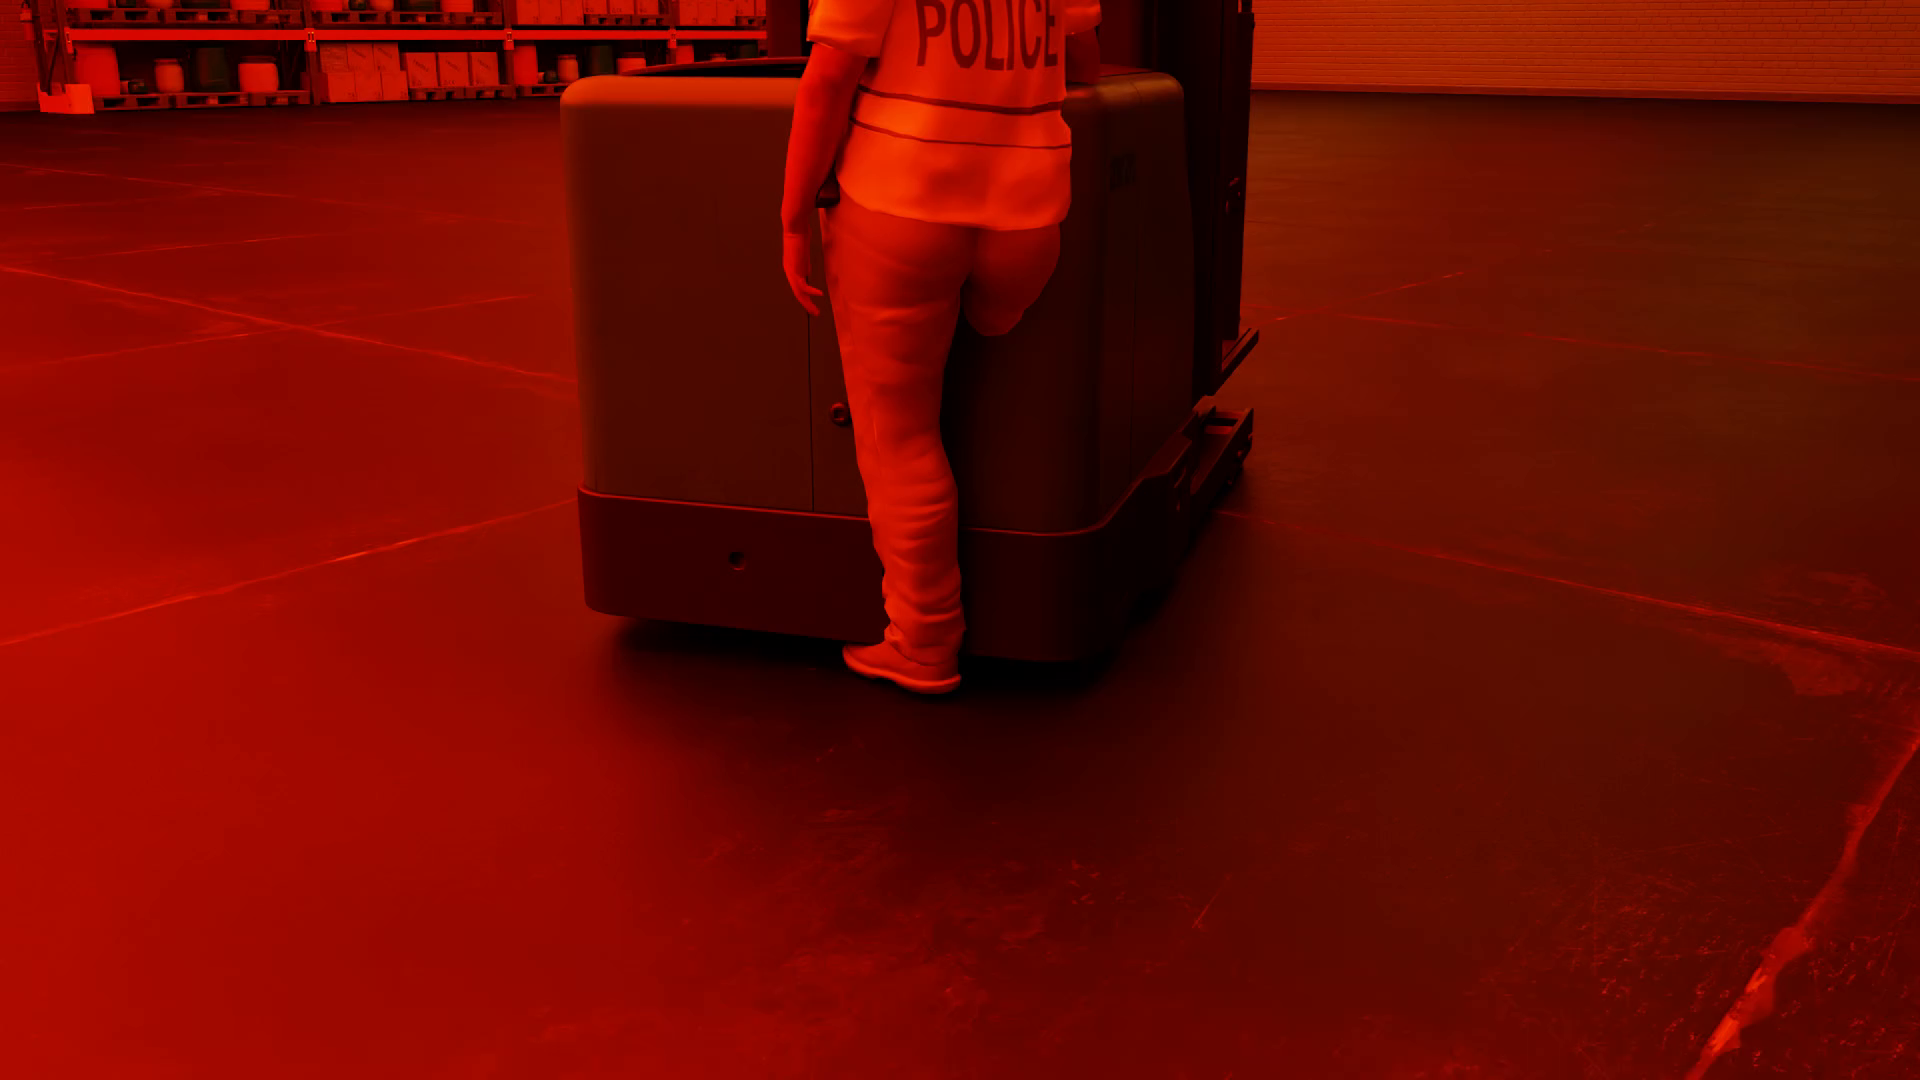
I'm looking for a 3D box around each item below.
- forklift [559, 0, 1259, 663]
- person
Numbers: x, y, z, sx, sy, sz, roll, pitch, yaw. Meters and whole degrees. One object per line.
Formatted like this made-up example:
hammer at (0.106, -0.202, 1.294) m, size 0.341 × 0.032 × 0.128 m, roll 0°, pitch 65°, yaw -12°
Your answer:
forklift at (0.182, -1.571, 4.072) m, size 1.130 × 2.935 × 3.031 m, roll 5°, pitch 18°, yaw 17°
person at (-0.054, -0.554, 2.874) m, size 0.598 × 1.670 × 0.529 m, roll -9°, pitch 19°, yaw -29°
